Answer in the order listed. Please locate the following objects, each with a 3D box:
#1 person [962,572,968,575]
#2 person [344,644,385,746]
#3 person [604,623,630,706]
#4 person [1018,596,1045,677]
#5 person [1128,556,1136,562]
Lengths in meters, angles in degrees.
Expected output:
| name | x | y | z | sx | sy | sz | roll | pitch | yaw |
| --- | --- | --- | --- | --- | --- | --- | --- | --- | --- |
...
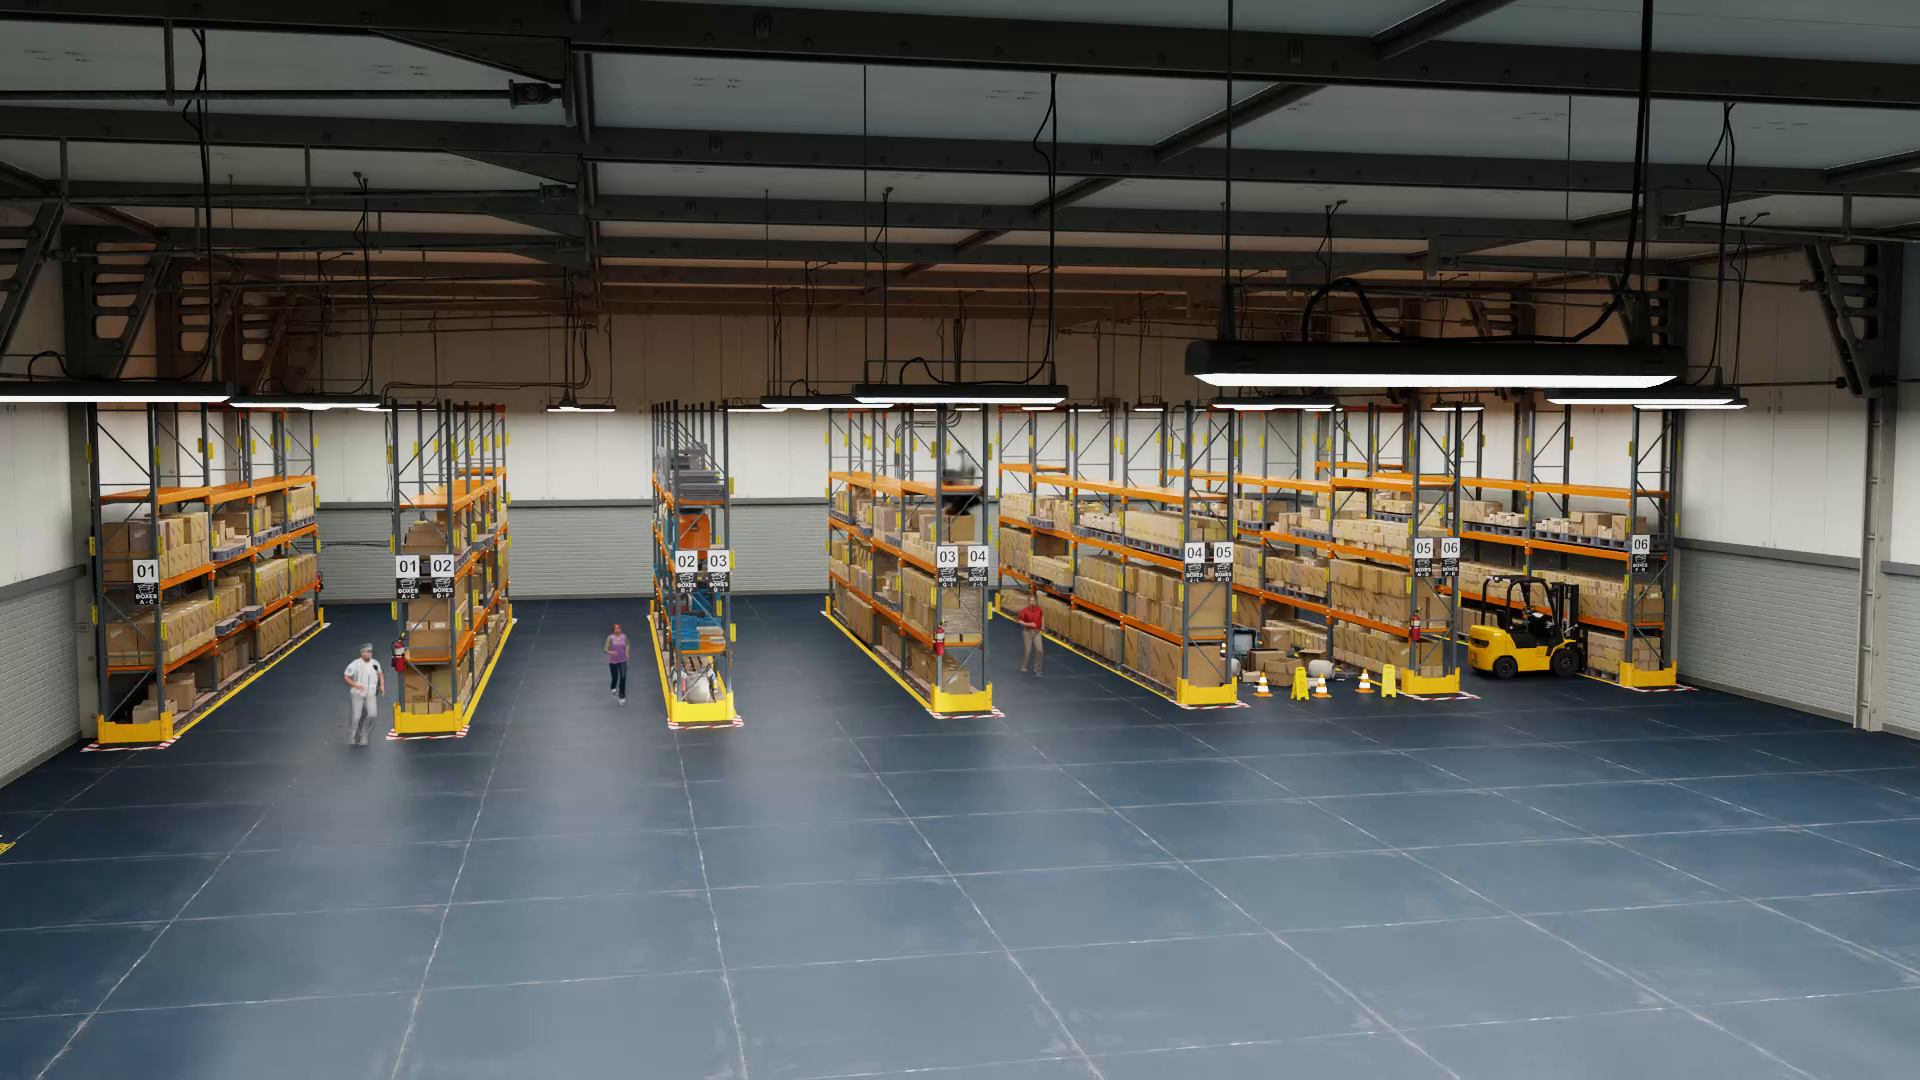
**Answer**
| name | x | y | z | sx | sy | sz | roll | pitch | yaw |
| --- | --- | --- | --- | --- | --- | --- | --- | --- | --- |
| person | 0.152 | 1.593 | 44.023 | 0.596 | 1.727 | 0.705 | -2 | 5 | -20 |
| person | -10.315 | 2.689 | 28.872 | 0.733 | 1.781 | 0.613 | -4 | 6 | -40 |
| person | -6.786 | 2.447 | 32.955 | 0.538 | 1.580 | 0.877 | -2 | 5 | -21 |
| person | 1.577 | 2.134 | 36.502 | 0.683 | 1.821 | 0.783 | -2 | 5 | -21 |
| person | 5.255 | 1.090 | 50.936 | 0.544 | 1.636 | 0.641 | 0 | 4 | 0 |
